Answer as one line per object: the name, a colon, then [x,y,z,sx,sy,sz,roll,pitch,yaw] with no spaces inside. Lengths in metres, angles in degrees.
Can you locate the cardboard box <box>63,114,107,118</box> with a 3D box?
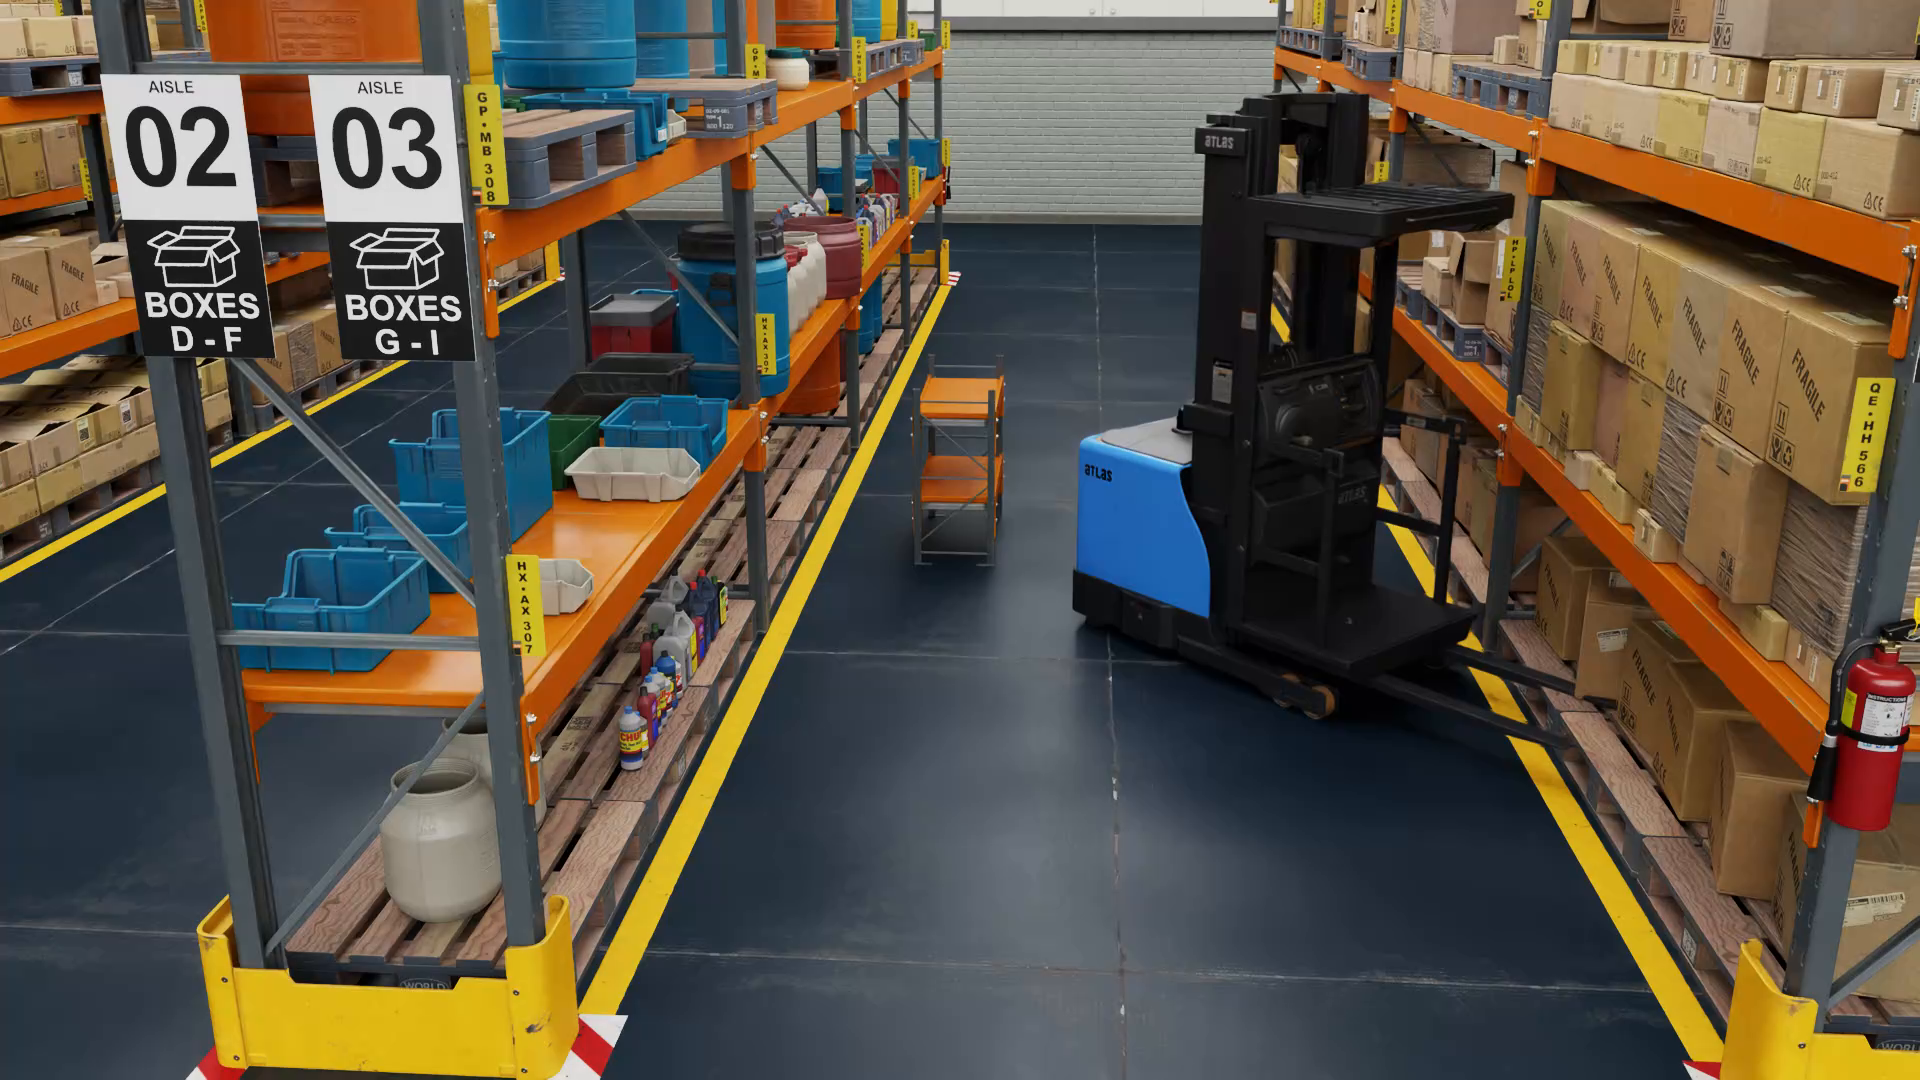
cardboard box: [-10.627,-4.856,20.445,0.980,0.700,0.700,2,18,6]

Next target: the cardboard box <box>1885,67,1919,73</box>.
cardboard box: [2.919,-1.286,4.815,0.380,0.149,0.250,1,18,2]

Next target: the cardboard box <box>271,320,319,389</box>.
cardboard box: [-5.883,-1.597,14.288,0.500,0.500,0.500,1,18,2]

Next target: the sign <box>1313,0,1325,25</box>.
sign: [3.381,-5.019,15.648,0.100,0.325,0.005,1,18,4]

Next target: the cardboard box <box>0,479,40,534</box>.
cardboard box: [-6.206,-0.207,10.480,0.500,0.250,0.500,2,18,5]

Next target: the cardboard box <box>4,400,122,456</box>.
cardboard box: [-6.133,-0.796,11.375,0.500,0.311,0.500,2,18,5]

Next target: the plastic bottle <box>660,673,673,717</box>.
plastic bottle: [-1.386,0.714,7.713,0.097,0.201,0.097,0,18,0]

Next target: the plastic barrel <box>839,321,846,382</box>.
plastic barrel: [-1.193,-1.723,14.563,0.600,0.588,0.708,1,18,4]

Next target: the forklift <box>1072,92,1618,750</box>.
forklift: [1.973,-0.683,8.300,1.130,2.935,3.031,-15,23,-38]

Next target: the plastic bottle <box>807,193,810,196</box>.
plastic bottle: [-1.467,-3.208,16.082,0.061,0.283,0.133,1,18,4]

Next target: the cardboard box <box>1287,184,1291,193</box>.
cardboard box: [3.741,-3.759,17.981,0.380,0.149,0.250,2,18,5]

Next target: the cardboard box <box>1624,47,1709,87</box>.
cardboard box: [2.958,-1.937,6.801,0.380,0.149,0.250,1,18,3]

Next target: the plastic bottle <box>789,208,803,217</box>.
plastic bottle: [-1.502,-2.855,15.018,0.152,0.276,0.135,1,18,4]

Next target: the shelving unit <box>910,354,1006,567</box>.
shelving unit: [0.000,-0.537,10.754,0.538,1.125,1.048,1,18,4]

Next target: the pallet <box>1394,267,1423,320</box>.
pallet: [3.703,-1.741,11.727,1.213,0.211,1.003,1,18,4]

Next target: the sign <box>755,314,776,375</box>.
sign: [-1.031,-1.040,8.835,0.100,0.325,0.005,1,18,4]

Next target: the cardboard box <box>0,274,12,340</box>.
cardboard box: [-6.410,-1.485,10.478,0.500,0.500,0.500,3,18,8]

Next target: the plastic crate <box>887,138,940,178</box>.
plastic crate: [-0.557,-4.588,19.955,0.616,0.435,0.499,1,18,4]

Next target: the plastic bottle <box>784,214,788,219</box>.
plastic bottle: [-1.524,-2.699,14.529,0.061,0.283,0.133,1,18,4]

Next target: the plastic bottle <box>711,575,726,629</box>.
plastic bottle: [-1.285,0.314,8.802,0.061,0.283,0.133,2,18,7]

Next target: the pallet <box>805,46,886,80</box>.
pallet: [-1.140,-3.738,12.998,1.003,0.211,1.213,1,18,4]

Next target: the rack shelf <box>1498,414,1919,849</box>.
rack shelf: [3.218,0.149,6.805,1.077,0.370,4.000,1,18,4]

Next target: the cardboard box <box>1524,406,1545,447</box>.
cardboard box: [3.015,-0.557,8.209,0.380,0.149,0.250,1,18,4]

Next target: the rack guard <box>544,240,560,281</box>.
rack guard: [-5.665,-3.551,20.959,1.175,0.500,0.348,1,18,4]

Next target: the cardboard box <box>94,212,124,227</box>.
cardboard box: [-10.378,-3.929,20.394,0.380,0.149,0.250,1,18,3]

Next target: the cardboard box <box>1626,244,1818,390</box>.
cardboard box: [2.980,-0.877,6.539,0.500,0.500,0.500,1,18,4]

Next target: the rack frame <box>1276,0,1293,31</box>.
rack frame: [4.221,-7.391,19.029,1.000,3.000,0.127,1,18,4]

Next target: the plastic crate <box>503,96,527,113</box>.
plastic crate: [-1.964,-1.765,7.015,0.336,0.188,0.450,1,18,4]

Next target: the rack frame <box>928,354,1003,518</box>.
rack frame: [0.037,-0.695,11.236,0.500,1.125,0.032,1,18,4]

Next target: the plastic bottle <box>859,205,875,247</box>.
plastic bottle: [-0.824,-2.751,14.579,0.144,0.351,0.185,1,18,4]

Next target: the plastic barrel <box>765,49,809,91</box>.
plastic barrel: [-1.151,-3.126,11.051,0.301,0.262,0.301,0,18,0]

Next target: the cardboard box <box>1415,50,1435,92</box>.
cardboard box: [3.323,-3.110,11.022,0.500,0.250,0.500,2,18,5]

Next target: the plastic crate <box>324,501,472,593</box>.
plastic crate: [-2.076,0.025,6.268,0.499,0.251,0.408,1,18,4]

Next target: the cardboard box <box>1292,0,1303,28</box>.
cardboard box: [4.077,-5.926,18.378,0.700,0.500,0.500,1,18,2]

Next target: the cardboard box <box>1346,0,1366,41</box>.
cardboard box: [3.903,-4.790,15.073,0.700,0.500,0.500,2,18,5]

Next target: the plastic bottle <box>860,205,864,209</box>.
plastic bottle: [-0.900,-2.945,15.300,0.097,0.271,0.097,0,18,0]

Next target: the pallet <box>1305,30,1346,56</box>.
pallet: [4.004,-4.935,16.493,1.003,0.211,1.213,1,18,4]

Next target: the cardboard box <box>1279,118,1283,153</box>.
cardboard box: [3.882,-4.669,18.913,0.500,0.500,0.500,1,18,3]

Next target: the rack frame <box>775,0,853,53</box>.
rack frame: [-1.292,-5.017,11.784,1.000,3.000,0.127,1,18,4]

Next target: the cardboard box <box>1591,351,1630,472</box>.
cardboard box: [3.261,-0.552,7.152,0.875,0.500,0.500,1,18,4]

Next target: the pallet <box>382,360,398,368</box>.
pallet: [-5.967,-1.942,16.511,1.003,0.211,1.213,1,18,4]

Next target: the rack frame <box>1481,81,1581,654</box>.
rack frame: [3.361,-0.814,8.589,1.000,3.000,0.127,1,18,4]

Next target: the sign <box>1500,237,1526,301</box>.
sign: [2.807,-1.375,8.443,0.100,0.325,0.005,1,18,4]

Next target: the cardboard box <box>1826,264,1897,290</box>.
cardboard box: [3.463,-0.711,6.030,0.500,0.500,0.500,1,18,4]

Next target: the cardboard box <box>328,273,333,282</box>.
cardboard box: [-6.224,-2.397,16.729,0.500,0.500,0.500,0,18,1]

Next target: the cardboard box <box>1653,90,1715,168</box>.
cardboard box: [2.964,-1.551,6.264,0.500,0.250,0.500,1,18,3]

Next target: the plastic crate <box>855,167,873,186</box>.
plastic crate: [-1.181,-4.029,18.573,0.416,0.233,0.300,1,18,4]

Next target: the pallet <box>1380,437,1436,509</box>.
pallet: [3.590,-0.488,12.074,1.003,0.211,1.213,1,18,4]

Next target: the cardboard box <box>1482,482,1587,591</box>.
cardboard box: [3.426,-0.025,9.490,0.700,0.500,0.500,0,18,0]

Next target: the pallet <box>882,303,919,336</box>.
pallet: [-0.992,-2.313,17.643,1.003,0.211,1.213,1,18,4]

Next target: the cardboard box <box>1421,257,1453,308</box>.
cardboard box: [3.298,-1.669,10.765,0.500,0.250,0.500,1,18,2]

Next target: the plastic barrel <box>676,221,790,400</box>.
plastic barrel: [-1.249,-1.276,9.194,0.600,0.901,0.708,1,18,4]

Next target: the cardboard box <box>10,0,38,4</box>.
cardboard box: [-10.496,-6.116,18.155,0.500,0.500,0.500,1,18,4]

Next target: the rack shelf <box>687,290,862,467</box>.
rack shelf: [-1.436,-1.204,10.934,1.077,0.370,4.000,1,18,4]

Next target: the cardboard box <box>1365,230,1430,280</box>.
cardboard box: [3.436,-2.262,12.849,0.500,0.500,0.500,2,18,6]

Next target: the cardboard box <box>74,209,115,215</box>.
cardboard box: [-10.741,-4.016,20.660,0.380,0.149,0.250,1,18,4]

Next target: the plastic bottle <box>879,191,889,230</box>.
plastic bottle: [-0.745,-3.093,15.623,0.144,0.351,0.185,1,18,4]

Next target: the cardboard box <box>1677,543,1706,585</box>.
cardboard box: [2.962,0.066,6.307,0.380,0.149,0.250,1,18,4]

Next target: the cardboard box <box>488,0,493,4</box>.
cardboard box: [-5.800,-6.398,19.047,0.700,0.500,0.500,1,18,4]
